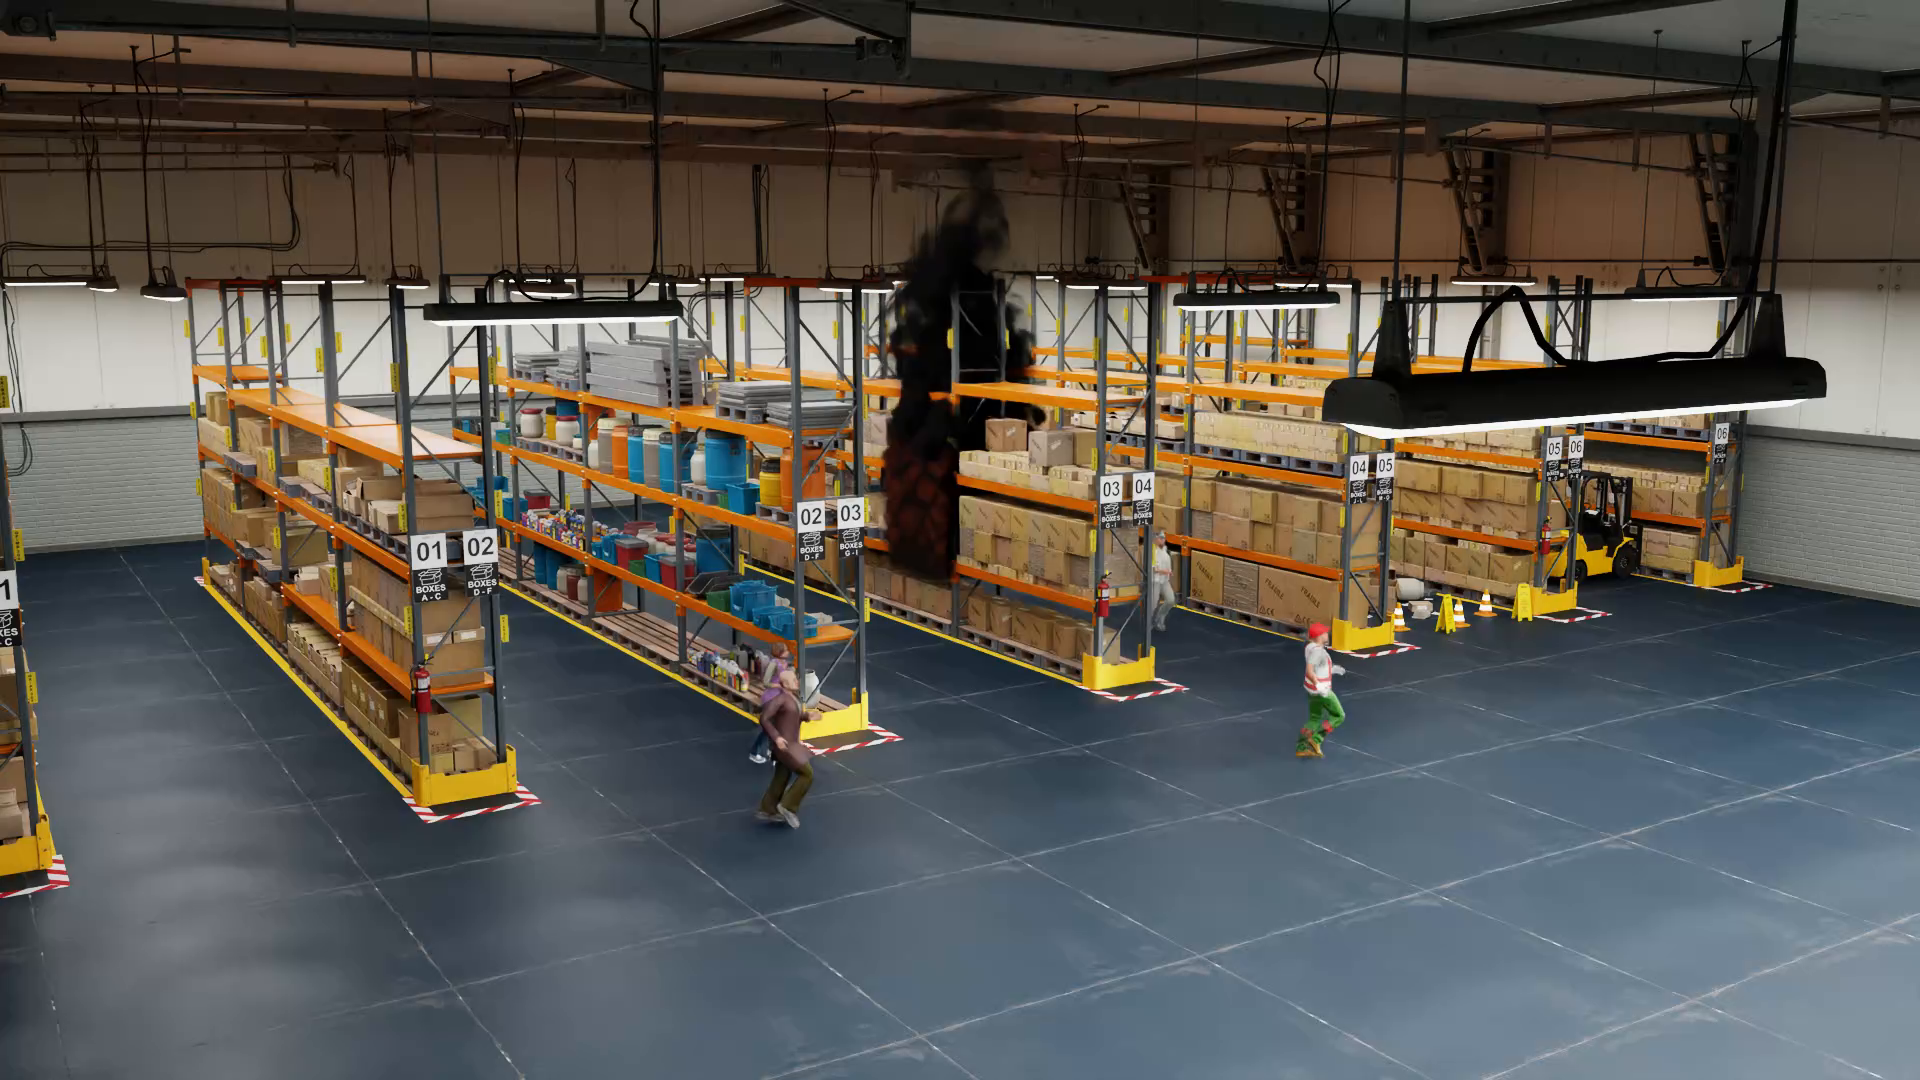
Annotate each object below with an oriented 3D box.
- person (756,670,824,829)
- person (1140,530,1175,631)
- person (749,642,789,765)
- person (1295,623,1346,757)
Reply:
[{"bbox_3d":[-1.916,2.355,18.789,0.766,1.818,0.670,0,10,-1],"label":"person"},{"bbox_3d":[3.433,0.713,28.543,0.683,1.822,0.718,-8,13,-41],"label":"person"},{"bbox_3d":[-2.300,2.064,21.029,0.624,1.577,0.548,6,11,31],"label":"person"},{"bbox_3d":[4.628,1.914,21.232,0.645,1.741,0.639,-1,10,-7],"label":"person"}]
